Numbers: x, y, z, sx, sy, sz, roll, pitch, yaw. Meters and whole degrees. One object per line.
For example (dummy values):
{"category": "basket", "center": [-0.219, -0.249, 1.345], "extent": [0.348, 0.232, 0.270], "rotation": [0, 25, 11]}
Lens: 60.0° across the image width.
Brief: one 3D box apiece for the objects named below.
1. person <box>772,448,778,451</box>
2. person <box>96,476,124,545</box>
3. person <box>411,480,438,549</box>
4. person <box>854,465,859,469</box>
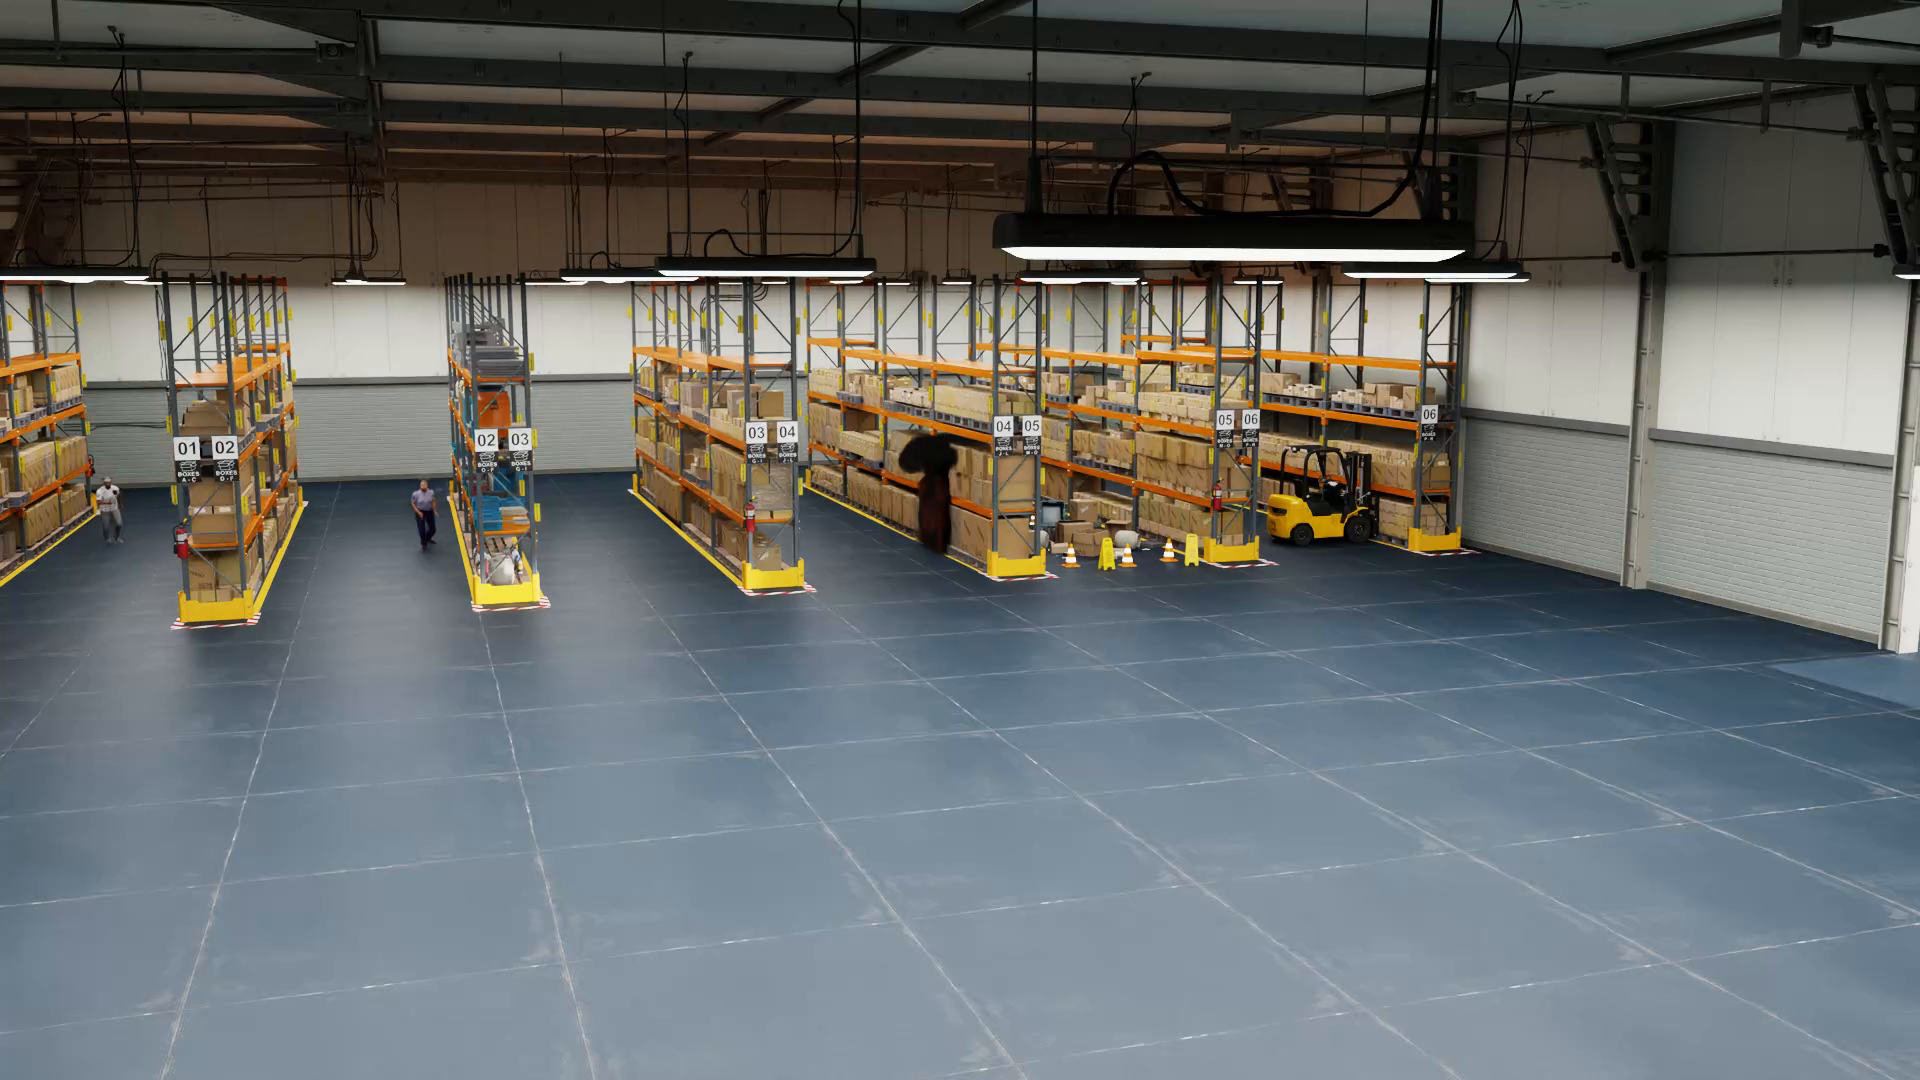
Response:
{"category": "person", "center": [-5.332, -2.464, 48.461], "extent": [0.701, 1.763, 0.964], "rotation": [4, 9, 23]}
{"category": "person", "center": [-18.992, -0.664, 37.180], "extent": [0.587, 1.598, 0.909], "rotation": [-7, 11, -38]}
{"category": "person", "center": [-11.835, -0.579, 36.719], "extent": [0.594, 1.569, 0.709], "rotation": [-6, 10, -33]}
{"category": "person", "center": [-2.820, -2.580, 49.400], "extent": [0.920, 1.738, 0.673], "rotation": [3, 9, 21]}
